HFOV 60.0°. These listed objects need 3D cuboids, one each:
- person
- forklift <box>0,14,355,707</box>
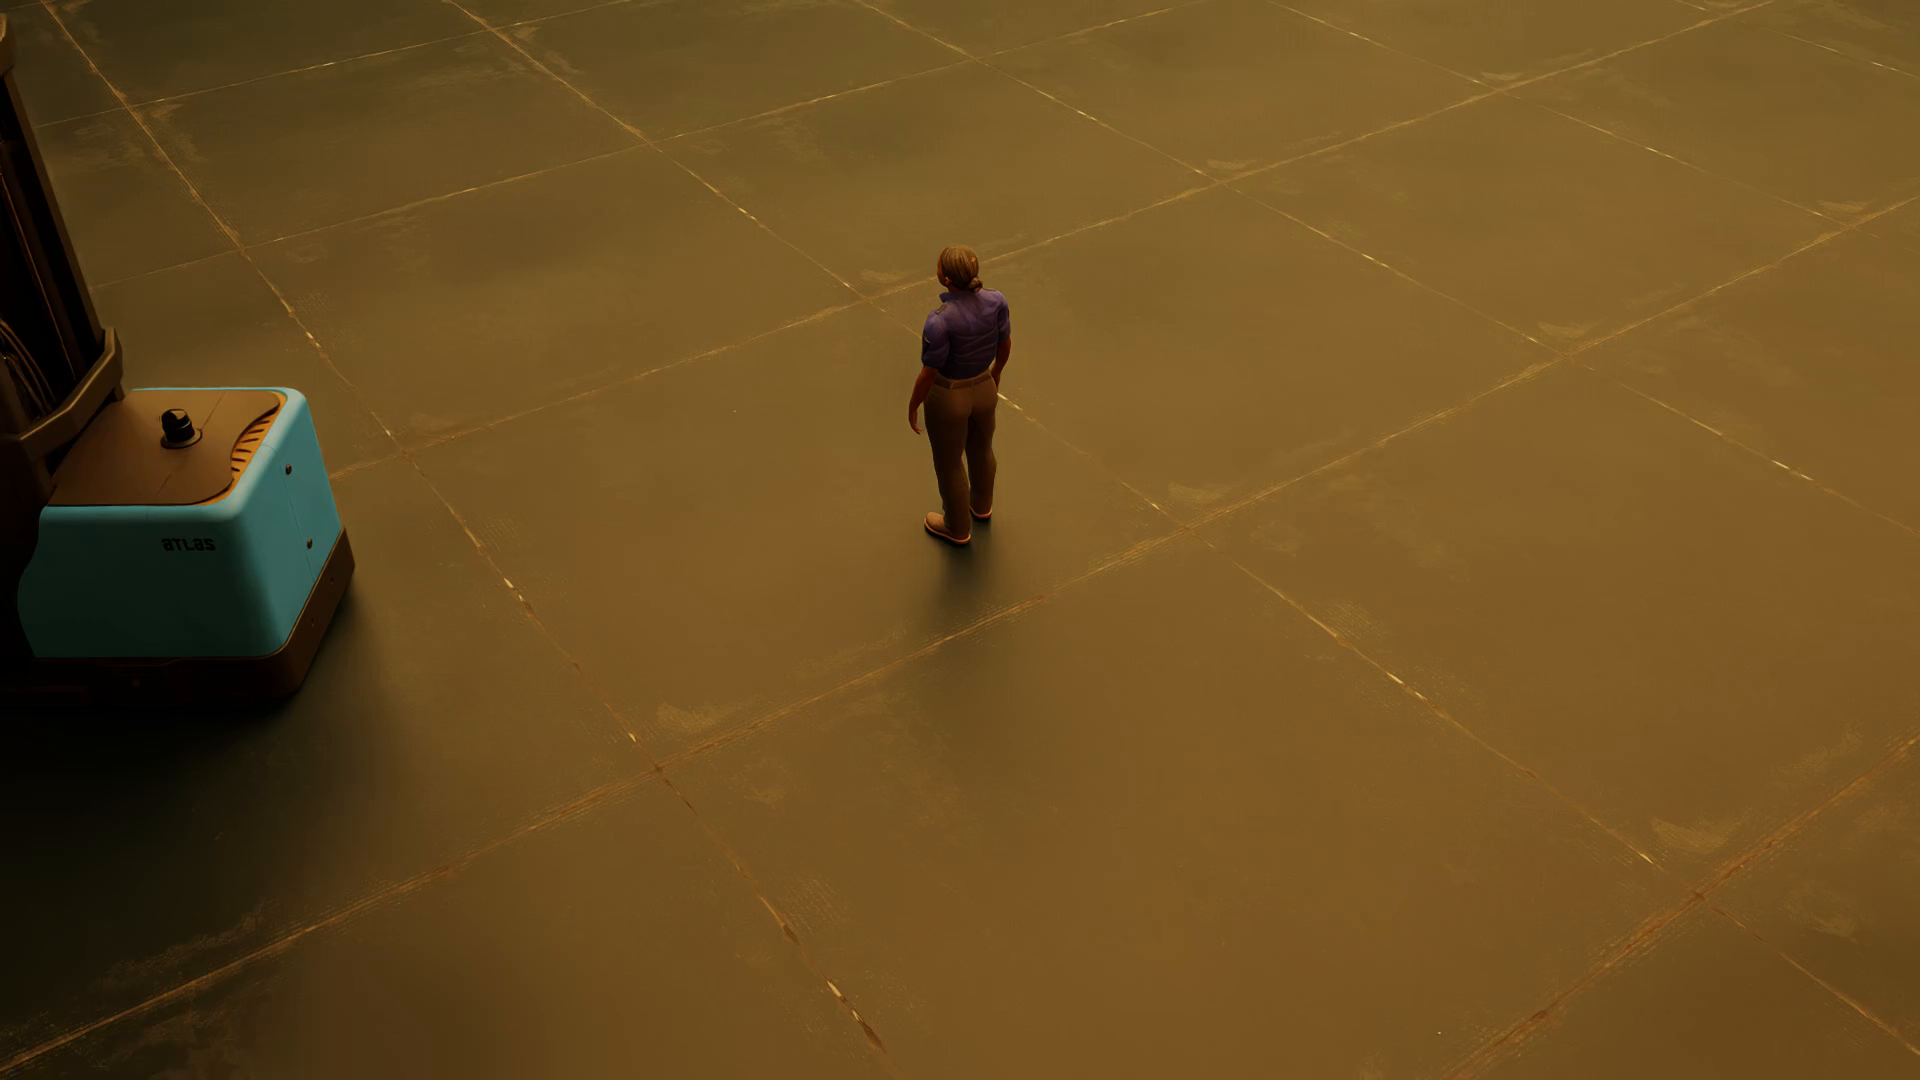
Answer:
[{"bbox_3d":[-0.034,-0.720,7.981,0.569,1.654,0.504,-23,42,-28],"label":"person"},{"bbox_3d":[-4.460,-0.719,6.918,3.031,2.935,1.130,0,36,0],"label":"forklift"}]
